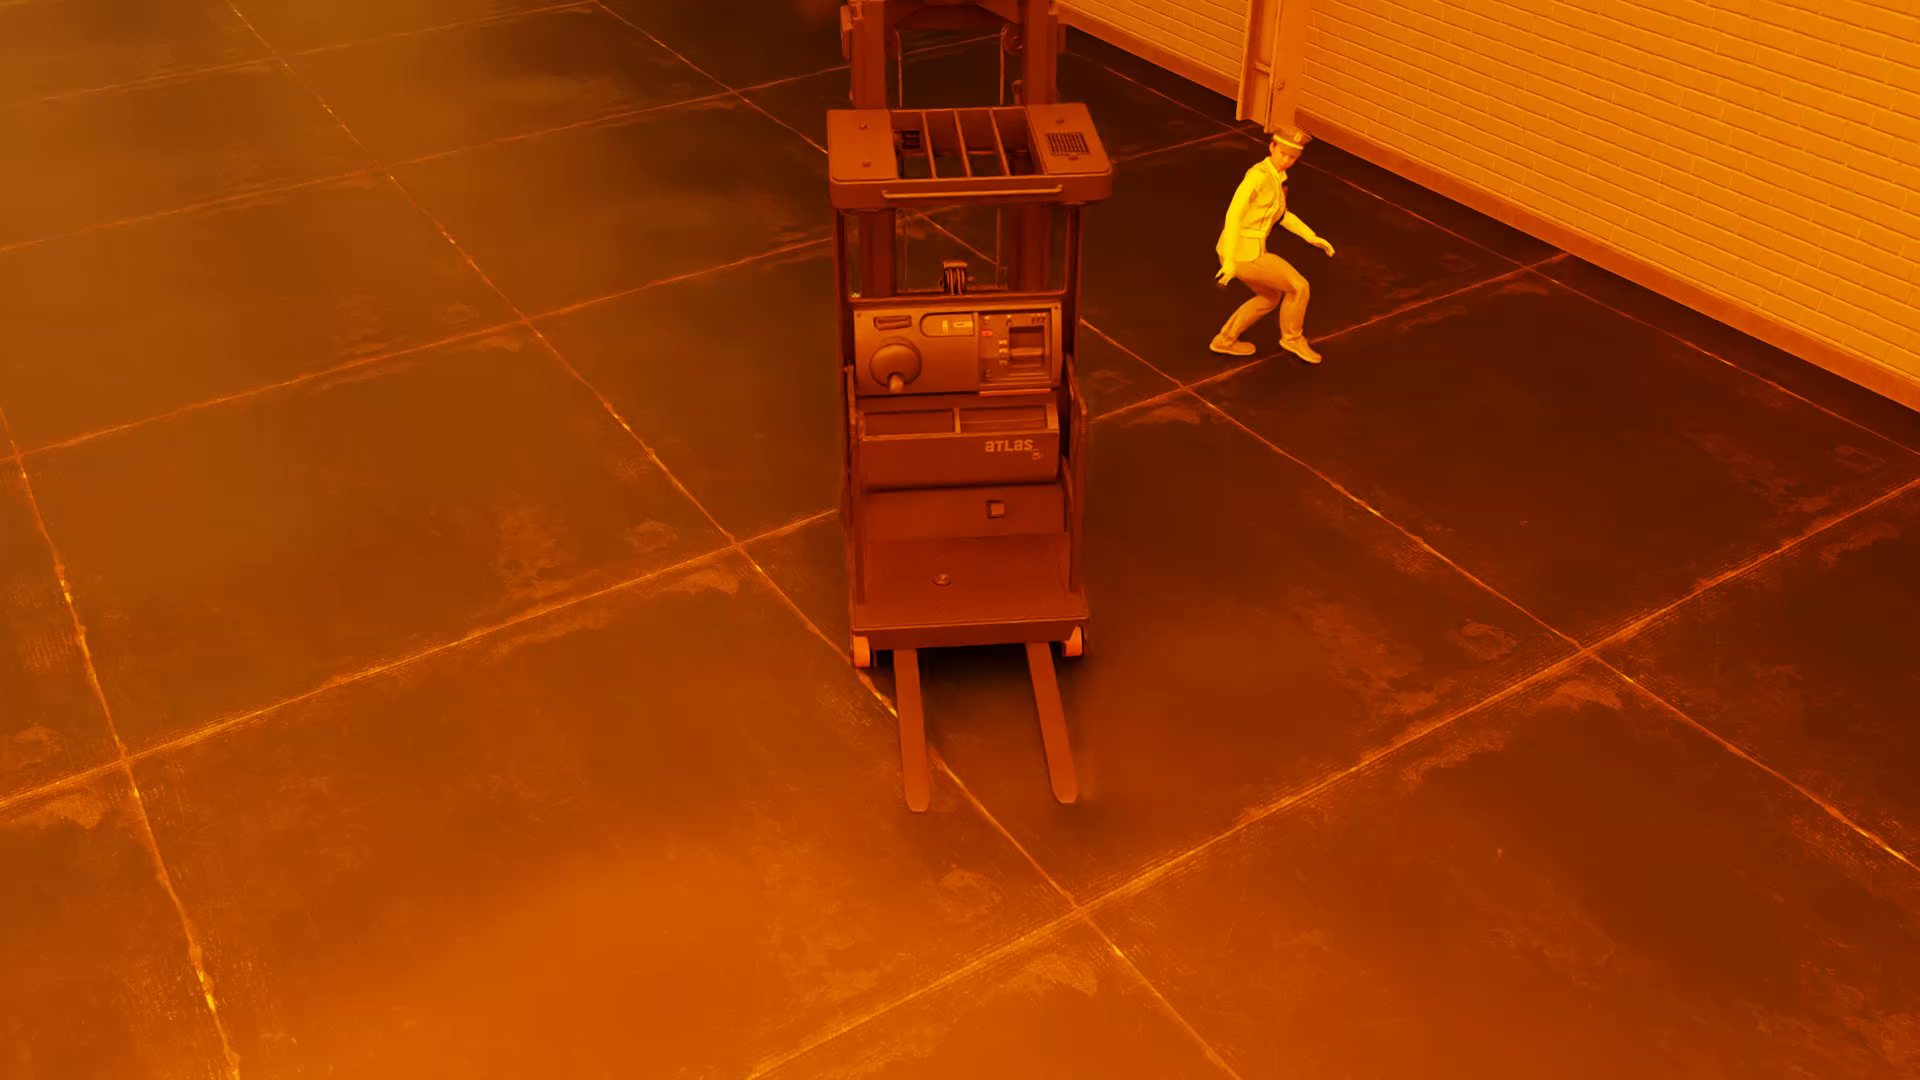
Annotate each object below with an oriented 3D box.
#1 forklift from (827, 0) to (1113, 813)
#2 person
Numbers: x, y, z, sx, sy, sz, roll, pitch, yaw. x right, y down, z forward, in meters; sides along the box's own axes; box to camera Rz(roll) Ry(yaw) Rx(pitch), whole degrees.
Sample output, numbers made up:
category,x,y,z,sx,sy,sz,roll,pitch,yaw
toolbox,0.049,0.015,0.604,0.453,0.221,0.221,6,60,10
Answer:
category,x,y,z,sx,sy,sz,roll,pitch,yaw
forklift,0.013,-0.798,7.283,1.130,2.935,3.031,-3,35,-4
person,1.859,-1.690,9.821,0.729,1.502,0.700,3,35,4
